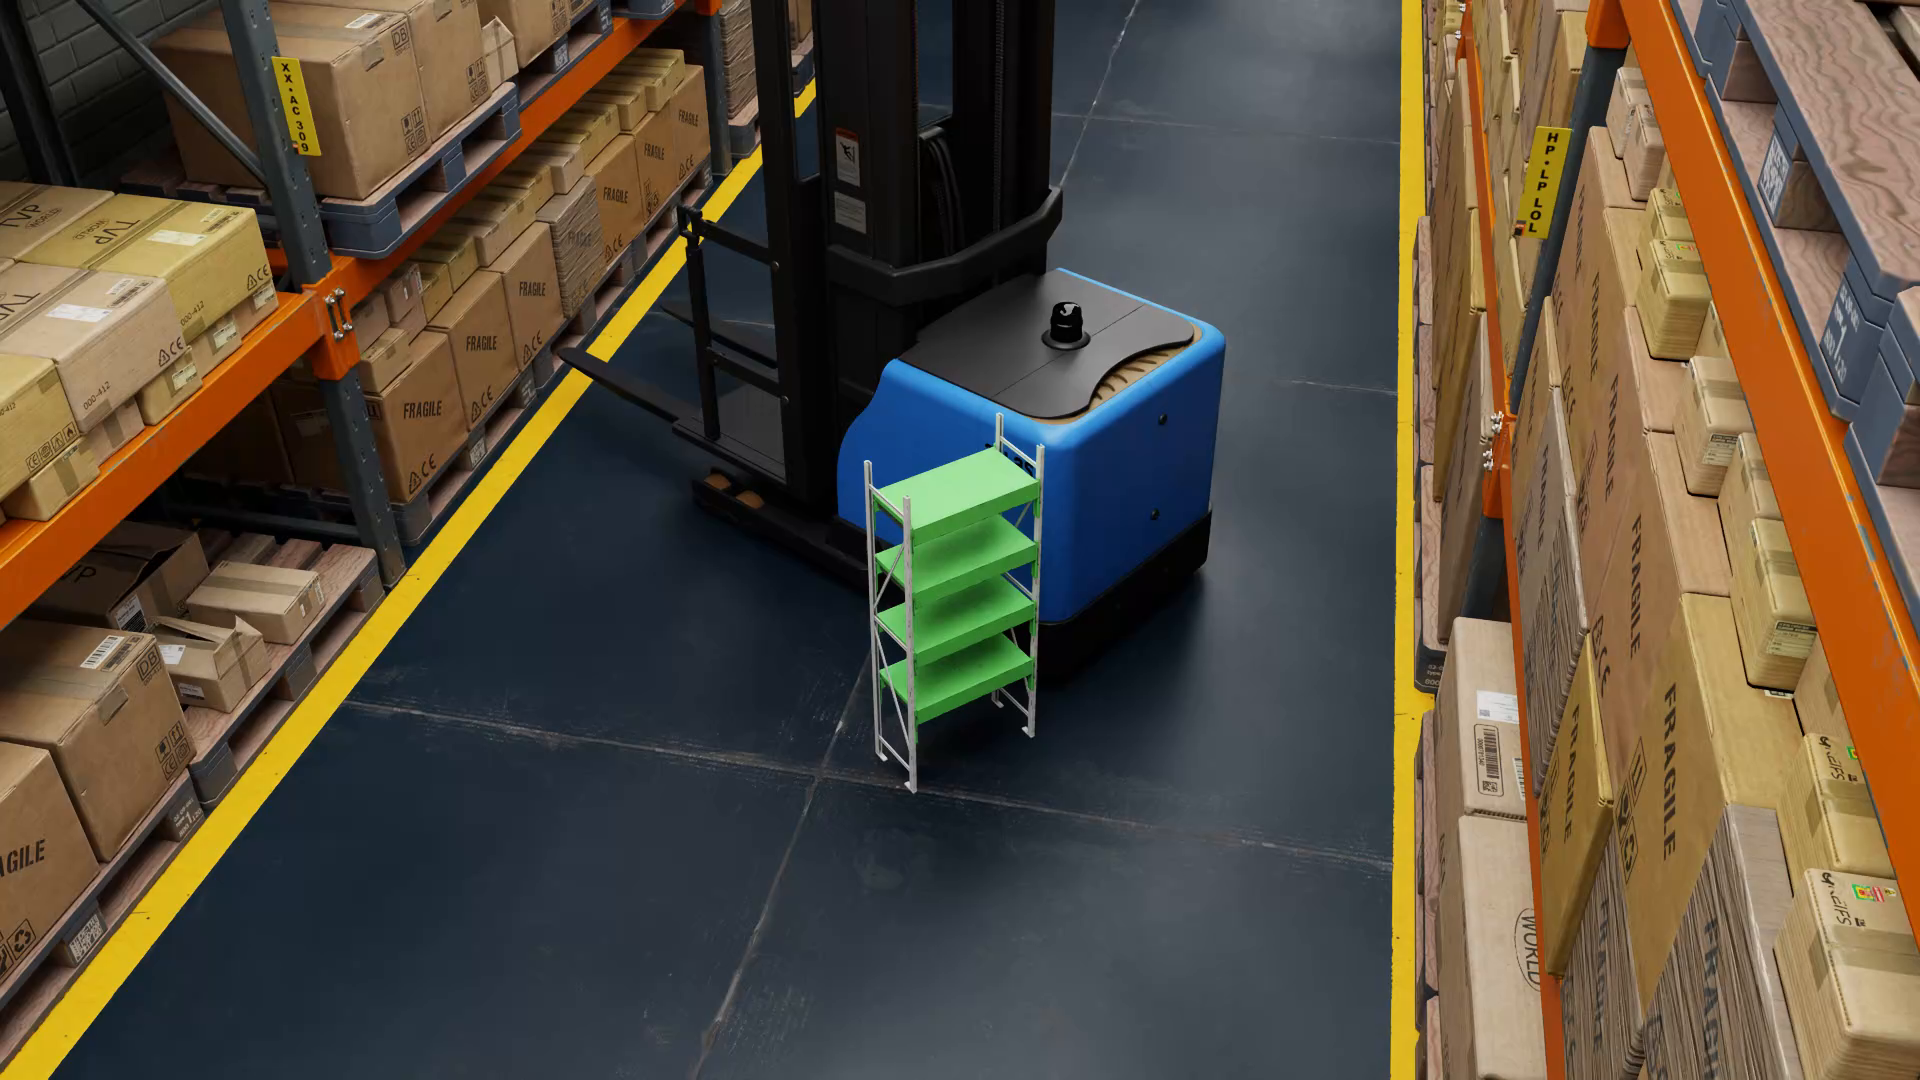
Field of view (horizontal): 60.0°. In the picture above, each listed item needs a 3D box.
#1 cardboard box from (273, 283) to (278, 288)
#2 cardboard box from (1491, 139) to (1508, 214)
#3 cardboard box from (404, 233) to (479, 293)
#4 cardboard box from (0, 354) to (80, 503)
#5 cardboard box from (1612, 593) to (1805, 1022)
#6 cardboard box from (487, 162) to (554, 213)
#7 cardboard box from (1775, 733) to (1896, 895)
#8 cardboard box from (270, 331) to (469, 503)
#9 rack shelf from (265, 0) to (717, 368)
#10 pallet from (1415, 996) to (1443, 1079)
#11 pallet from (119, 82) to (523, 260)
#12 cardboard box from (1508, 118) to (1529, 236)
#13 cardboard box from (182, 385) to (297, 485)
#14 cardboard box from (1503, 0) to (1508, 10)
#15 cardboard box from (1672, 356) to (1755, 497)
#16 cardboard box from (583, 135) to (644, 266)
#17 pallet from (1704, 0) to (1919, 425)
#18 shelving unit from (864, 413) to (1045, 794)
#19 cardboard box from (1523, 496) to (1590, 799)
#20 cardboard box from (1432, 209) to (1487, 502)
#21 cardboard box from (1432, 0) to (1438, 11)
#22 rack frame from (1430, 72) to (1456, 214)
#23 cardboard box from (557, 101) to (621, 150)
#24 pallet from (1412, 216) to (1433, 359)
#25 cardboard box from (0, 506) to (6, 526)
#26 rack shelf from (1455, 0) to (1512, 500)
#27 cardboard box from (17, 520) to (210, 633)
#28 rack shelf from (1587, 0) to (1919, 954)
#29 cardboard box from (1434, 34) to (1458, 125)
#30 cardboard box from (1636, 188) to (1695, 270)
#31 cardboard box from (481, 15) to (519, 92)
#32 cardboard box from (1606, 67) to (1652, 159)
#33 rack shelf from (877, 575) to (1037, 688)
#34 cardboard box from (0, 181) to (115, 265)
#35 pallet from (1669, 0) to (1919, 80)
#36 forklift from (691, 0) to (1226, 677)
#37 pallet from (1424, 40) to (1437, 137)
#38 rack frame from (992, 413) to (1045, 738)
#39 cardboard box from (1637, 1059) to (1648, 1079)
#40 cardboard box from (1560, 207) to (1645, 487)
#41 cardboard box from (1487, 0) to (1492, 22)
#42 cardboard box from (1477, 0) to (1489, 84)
[{"bbox_3d":[-2.839,-0.937,6.706,0.380,0.149,0.250,7,37,10],"label":"cardboard box"},{"bbox_3d":[2.249,-1.304,6.121,0.500,0.250,0.500,6,36,9],"label":"cardboard box"},{"bbox_3d":[-2.278,-1.186,7.050,0.380,0.149,0.250,7,36,9],"label":"cardboard box"},{"bbox_3d":[-2.769,-0.281,4.456,0.500,0.250,0.500,7,37,10],"label":"cardboard box"},{"bbox_3d":[1.371,0.458,2.625,0.500,0.500,0.500,7,37,10],"label":"cardboard box"},{"bbox_3d":[-2.103,-1.625,7.656,0.380,0.149,0.250,7,37,10],"label":"cardboard box"},{"bbox_3d":[1.287,0.411,2.137,0.380,0.149,0.250,8,37,11],"label":"cardboard box"},{"bbox_3d":[-2.364,-0.524,6.690,0.500,0.500,0.500,9,37,12],"label":"cardboard box"},{"bbox_3d":[-2.260,-1.973,7.529,1.077,0.370,4.000,7,37,10],"label":"rack shelf"},{"bbox_3d":[1.666,1.759,4.143,1.003,0.211,1.213,7,37,10],"label":"pallet"},{"bbox_3d":[-2.409,-1.484,6.405,1.003,0.211,1.213,7,37,10],"label":"pallet"},{"bbox_3d":[2.119,-1.210,5.565,0.500,0.250,0.500,8,37,11],"label":"cardboard box"},{"bbox_3d":[-2.871,-0.594,6.786,0.500,0.500,0.500,7,37,10],"label":"cardboard box"},{"bbox_3d":[2.451,-2.404,6.573,0.500,0.500,0.500,8,37,11],"label":"cardboard box"},{"bbox_3d":[1.498,-0.186,2.961,0.380,0.149,0.250,7,37,10],"label":"cardboard box"},{"bbox_3d":[-1.939,-1.713,8.330,0.500,0.500,0.500,9,37,12],"label":"cardboard box"},{"bbox_3d":[1.715,-0.511,2.419,1.003,0.211,1.213,7,37,10],"label":"pallet"},{"bbox_3d":[-0.016,0.224,5.418,0.503,1.200,0.258,-22,41,-27],"label":"shelving unit"},{"bbox_3d":[1.583,0.271,3.735,0.500,0.500,0.500,8,37,10],"label":"cardboard box"},{"bbox_3d":[2.403,-0.691,6.601,0.875,0.875,0.875,8,37,11],"label":"cardboard box"},{"bbox_3d":[3.762,-3.889,11.441,0.950,0.372,0.625,8,37,11],"label":"cardboard box"},{"bbox_3d":[3.017,-2.791,8.044,1.000,3.000,0.127,7,37,10],"label":"rack frame"},{"bbox_3d":[-1.919,-2.065,8.262,0.380,0.149,0.250,8,37,11],"label":"cardboard box"},{"bbox_3d":[2.775,-1.219,8.252,1.003,0.211,1.213,7,37,10],"label":"pallet"},{"bbox_3d":[-2.848,-0.066,4.500,0.380,0.149,0.250,8,37,11],"label":"cardboard box"},{"bbox_3d":[2.590,-1.353,6.673,1.077,0.370,4.000,7,37,10],"label":"rack shelf"},{"bbox_3d":[-3.059,0.150,5.920,0.500,0.311,0.500,9,37,12],"label":"cardboard box"},{"bbox_3d":[1.736,-0.274,2.629,1.077,0.370,4.000,7,37,10],"label":"rack shelf"},{"bbox_3d":[3.298,-2.643,9.722,0.950,0.372,0.625,7,36,9],"label":"cardboard box"},{"bbox_3d":[1.677,-0.621,3.561,0.380,0.149,0.250,7,37,10],"label":"cardboard box"},{"bbox_3d":[-2.015,-1.981,6.685,0.396,0.266,0.258,9,37,12],"label":"cardboard box"},{"bbox_3d":[1.842,-1.057,4.162,0.380,0.149,0.250,7,36,9],"label":"cardboard box"},{"bbox_3d":[-0.016,0.276,5.456,0.480,0.148,0.258,-22,41,-27],"label":"rack shelf"},{"bbox_3d":[-3.056,-0.927,5.347,0.500,0.250,0.500,7,37,9],"label":"cardboard box"},{"bbox_3d":[1.978,-1.208,3.381,1.003,0.211,1.213,7,37,10],"label":"pallet"},{"bbox_3d":[-0.472,-1.427,6.221,3.031,2.935,1.130,27,44,32],"label":"forklift"},{"bbox_3d":[3.449,-2.807,10.443,1.003,0.211,1.213,7,37,10],"label":"pallet"},{"bbox_3d":[0.187,0.144,5.529,0.015,1.200,0.240,-22,41,-27],"label":"rack frame"},{"bbox_3d":[1.275,1.160,2.509,0.500,0.500,0.500,7,36,9],"label":"cardboard box"},{"bbox_3d":[1.711,-0.411,3.824,0.500,0.500,0.500,7,36,9],"label":"cardboard box"},{"bbox_3d":[2.557,-2.377,7.175,0.500,0.250,0.500,8,37,11],"label":"cardboard box"},{"bbox_3d":[2.575,-2.184,7.336,0.500,0.250,0.500,6,36,9],"label":"cardboard box"}]
